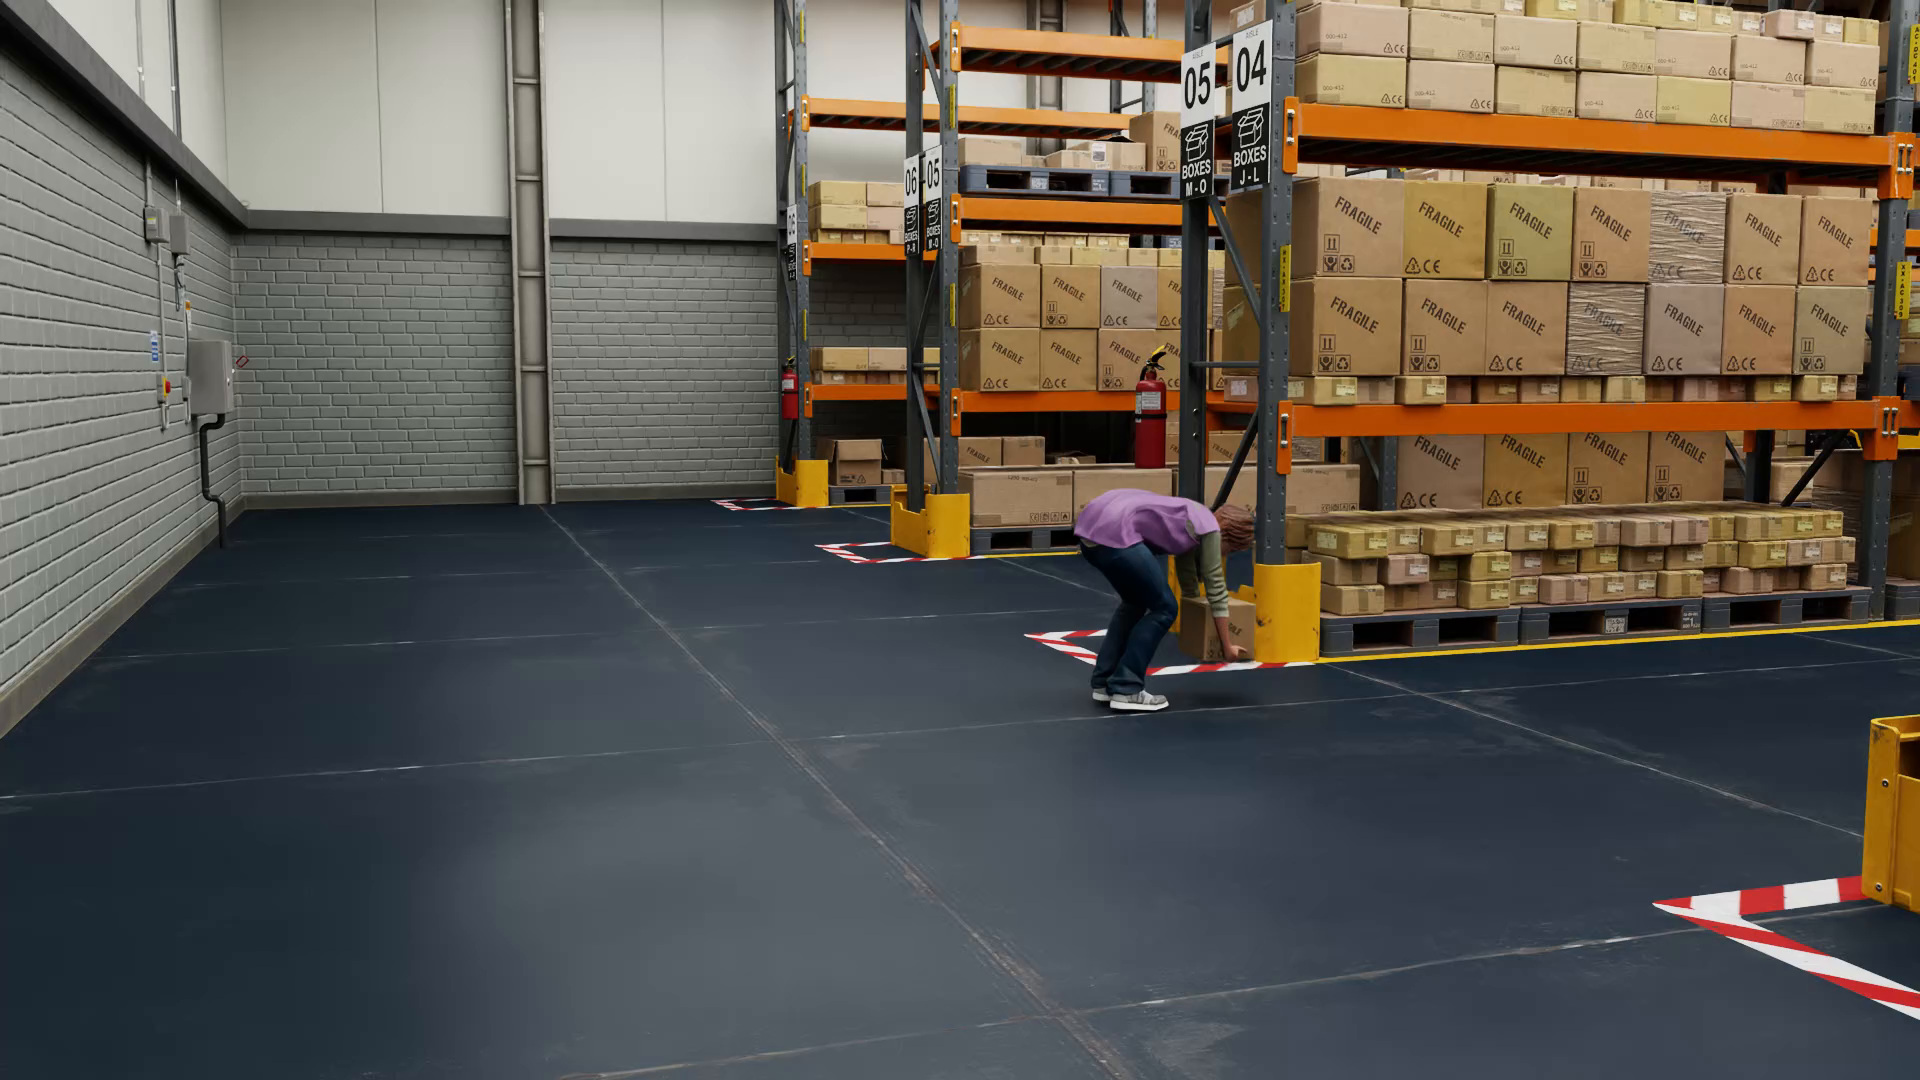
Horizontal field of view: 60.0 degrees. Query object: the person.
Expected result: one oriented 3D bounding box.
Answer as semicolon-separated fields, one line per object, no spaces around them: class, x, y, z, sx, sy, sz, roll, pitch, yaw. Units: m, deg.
person;0.717;-0.056;7.305;0.341;1.593;0.461;-2;6;-21
